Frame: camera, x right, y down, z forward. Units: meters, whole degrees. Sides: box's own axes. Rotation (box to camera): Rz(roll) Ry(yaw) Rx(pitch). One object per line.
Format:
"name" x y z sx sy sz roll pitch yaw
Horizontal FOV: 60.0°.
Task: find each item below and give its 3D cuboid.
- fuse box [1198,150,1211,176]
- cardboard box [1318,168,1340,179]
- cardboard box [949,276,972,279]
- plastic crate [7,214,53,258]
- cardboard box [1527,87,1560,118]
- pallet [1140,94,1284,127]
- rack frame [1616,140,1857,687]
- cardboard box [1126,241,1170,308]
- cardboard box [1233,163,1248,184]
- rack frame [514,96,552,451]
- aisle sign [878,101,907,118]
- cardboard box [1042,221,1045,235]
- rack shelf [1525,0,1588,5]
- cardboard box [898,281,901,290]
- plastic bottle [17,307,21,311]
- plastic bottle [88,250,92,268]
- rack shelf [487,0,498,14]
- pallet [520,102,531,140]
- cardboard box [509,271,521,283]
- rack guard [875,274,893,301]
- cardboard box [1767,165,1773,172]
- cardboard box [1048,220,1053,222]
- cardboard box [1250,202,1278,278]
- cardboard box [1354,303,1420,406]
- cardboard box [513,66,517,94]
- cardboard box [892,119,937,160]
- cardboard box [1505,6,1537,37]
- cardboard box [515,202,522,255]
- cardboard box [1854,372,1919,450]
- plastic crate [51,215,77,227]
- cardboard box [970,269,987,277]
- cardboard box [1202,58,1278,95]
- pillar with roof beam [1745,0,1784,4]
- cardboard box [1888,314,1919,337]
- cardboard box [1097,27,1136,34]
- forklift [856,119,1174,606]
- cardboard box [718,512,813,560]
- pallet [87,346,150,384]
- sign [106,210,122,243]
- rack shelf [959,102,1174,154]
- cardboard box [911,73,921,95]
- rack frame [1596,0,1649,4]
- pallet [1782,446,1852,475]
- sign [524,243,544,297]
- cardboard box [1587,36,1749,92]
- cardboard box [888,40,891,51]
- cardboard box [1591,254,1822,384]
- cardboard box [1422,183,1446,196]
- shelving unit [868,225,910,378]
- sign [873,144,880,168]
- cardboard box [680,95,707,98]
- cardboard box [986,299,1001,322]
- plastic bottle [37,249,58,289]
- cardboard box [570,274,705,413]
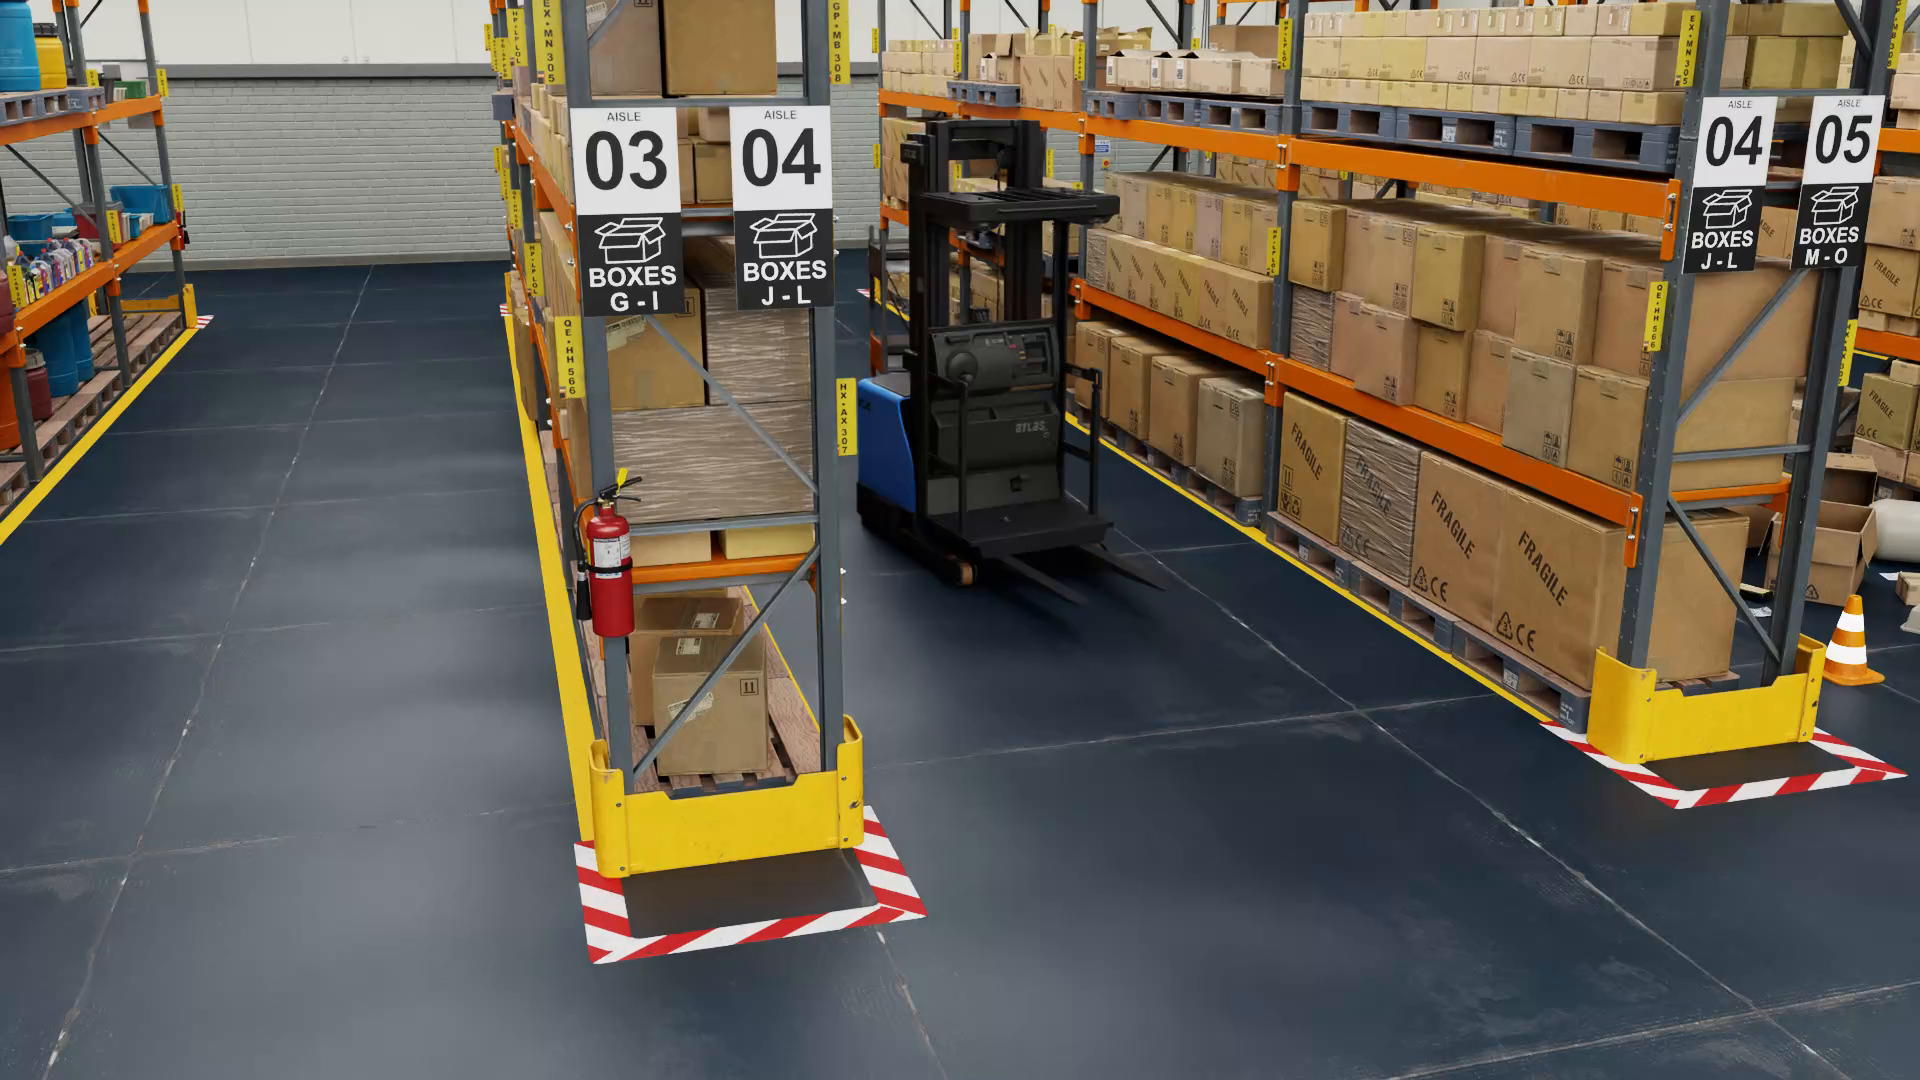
"fuse box" 4.615 -6.331 30.055 0.539 1.711 0.414 -5 17 -15
"cardboard box" 4.831 -4.794 20.785 0.500 0.500 0.500 -5 17 -16
"cardboard box" -0.033 -3.151 20.420 0.380 0.149 0.250 -4 17 -13
"plastic crate" -9.520 -3.106 17.003 0.392 0.384 0.575 -5 17 -15
"cardboard box" 3.167 -2.261 8.583 0.380 0.149 0.250 -5 17 -15
"pallet" 2.132 -3.496 13.490 1.003 0.211 1.213 -4 17 -13
"rack frame" 3.793 -0.420 8.135 1.000 3.000 0.127 -5 17 -15
"cardboard box" 1.739 -2.255 14.071 0.500 0.500 0.500 -5 17 -15
"cardboard box" 4.149 -5.019 23.274 0.500 0.500 0.500 -5 17 -16
"rack frame" -3.203 -2.268 14.290 1.000 3.000 0.127 -5 17 -15
"aisle sign" -0.913 -6.087 22.483 0.394 0.787 0.004 -5 17 -15
"cardboard box" 0.946 -3.030 16.015 0.380 0.149 0.250 -4 17 -13
"rack shelf" 9.448 -7.632 22.974 1.077 0.370 4.000 -5 17 -15
"cardboard box" -0.617 -3.445 22.432 0.380 0.149 0.250 -5 17 -15
"plastic bottle" -7.805 -1.988 13.702 0.097 0.201 0.097 0 17 0
"plastic bottle" -8.587 -2.775 16.320 0.097 0.201 0.097 0 17 0
"rack shelf" -4.851 -6.265 19.113 1.077 0.370 4.000 -5 17 -15
"pallet" -2.459 -2.974 11.752 1.213 0.211 1.003 -5 17 -15
"cardboard box" -4.107 -2.383 17.634 1.225 0.875 0.875 -5 17 -15
"rack guard" -0.584 -3.627 23.158 1.175 0.500 0.348 -5 17 -15
"cardboard box" 10.058 -4.506 20.835 0.700 0.500 0.500 -5 17 -15
"cardboard box" 1.019 -3.098 15.723 0.380 0.149 0.250 -5 18 -17
"cardboard box" 2.551 -2.190 12.116 0.700 0.500 0.500 -5 17 -16
"cardboard box" 3.014 -1.188 10.432 0.875 0.550 0.550 -5 17 -15
"cardboard box" -3.185 -3.701 12.803 0.500 0.500 0.500 -5 17 -15
"cardboard box" -0.591 -5.230 21.721 0.500 0.500 0.500 -4 17 -14
"cardboard box" 3.096 -2.714 8.706 0.380 0.149 0.250 -5 17 -15
"cardboard box" -4.416 -3.276 17.469 0.500 0.500 0.500 -5 17 -15
"cardboard box" 7.328 -1.004 12.827 0.500 0.500 0.500 -4 17 -13
"plastic crate" -9.968 -3.497 18.565 0.416 0.233 0.300 -5 17 -15
"cardboard box" 0.225 -3.334 21.030 0.380 0.149 0.250 -5 18 -18
"cardboard box" 2.143 -3.464 12.413 0.500 0.250 0.500 -5 17 -16
"pillar with roof beam" 6.534 -7.348 20.773 9.100 9.000 0.400 -5 17 -15
"cardboard box" 7.323 -1.647 12.657 0.380 0.149 0.250 -4 17 -14
"cardboard box" 1.498 -4.827 16.090 0.396 0.266 0.258 -5 17 -15
"forklift" 0.340 -1.238 10.977 1.130 2.935 3.031 -8 19 -25
"cardboard box" -0.853 -0.033 7.284 0.380 0.149 0.250 -5 17 -15
"pallet" -9.304 -1.848 17.737 1.003 0.211 1.213 -5 17 -15
"sign" -8.535 -3.159 16.773 0.100 0.325 0.005 -5 17 -15
"rack shelf" 1.045 -4.278 17.016 1.077 0.370 4.000 -5 17 -15
"cardboard box" -0.301 -5.635 20.543 0.500 0.250 0.500 -5 17 -16
"rack frame" 6.326 -5.925 16.035 1.000 3.000 0.127 -5 17 -15
"pallet" 7.210 -0.825 14.332 1.003 0.211 1.213 -5 17 -15
"sign" -2.636 -1.672 10.290 0.100 0.325 0.005 -5 17 -15
"cardboard box" 3.390 -2.289 7.985 0.500 0.250 0.500 -4 17 -15
"cardboard box" -0.734 -6.533 21.971 0.380 0.149 0.250 -5 17 -16
"cardboard box" 3.728 -1.114 8.310 0.875 0.550 0.550 -5 17 -15
"cardboard box" 5.521 -4.121 18.544 0.500 0.500 0.500 -5 17 -16
"shelving unit" -0.436 -1.321 12.686 0.431 2.100 0.503 -4 16 -13
"sign" -1.126 -5.217 22.601 0.100 0.325 0.005 -5 17 -15
"cardboard box" -1.093 -1.994 7.729 0.380 0.149 0.250 -5 17 -15
"cardboard box" 0.590 -2.371 18.248 0.500 0.500 0.500 -4 17 -13
"plastic bottle" -8.194 -2.427 14.902 0.144 0.351 0.185 -5 17 -15
"cardboard box" -1.393 -0.857 7.163 0.500 0.500 0.500 -5 17 -15
